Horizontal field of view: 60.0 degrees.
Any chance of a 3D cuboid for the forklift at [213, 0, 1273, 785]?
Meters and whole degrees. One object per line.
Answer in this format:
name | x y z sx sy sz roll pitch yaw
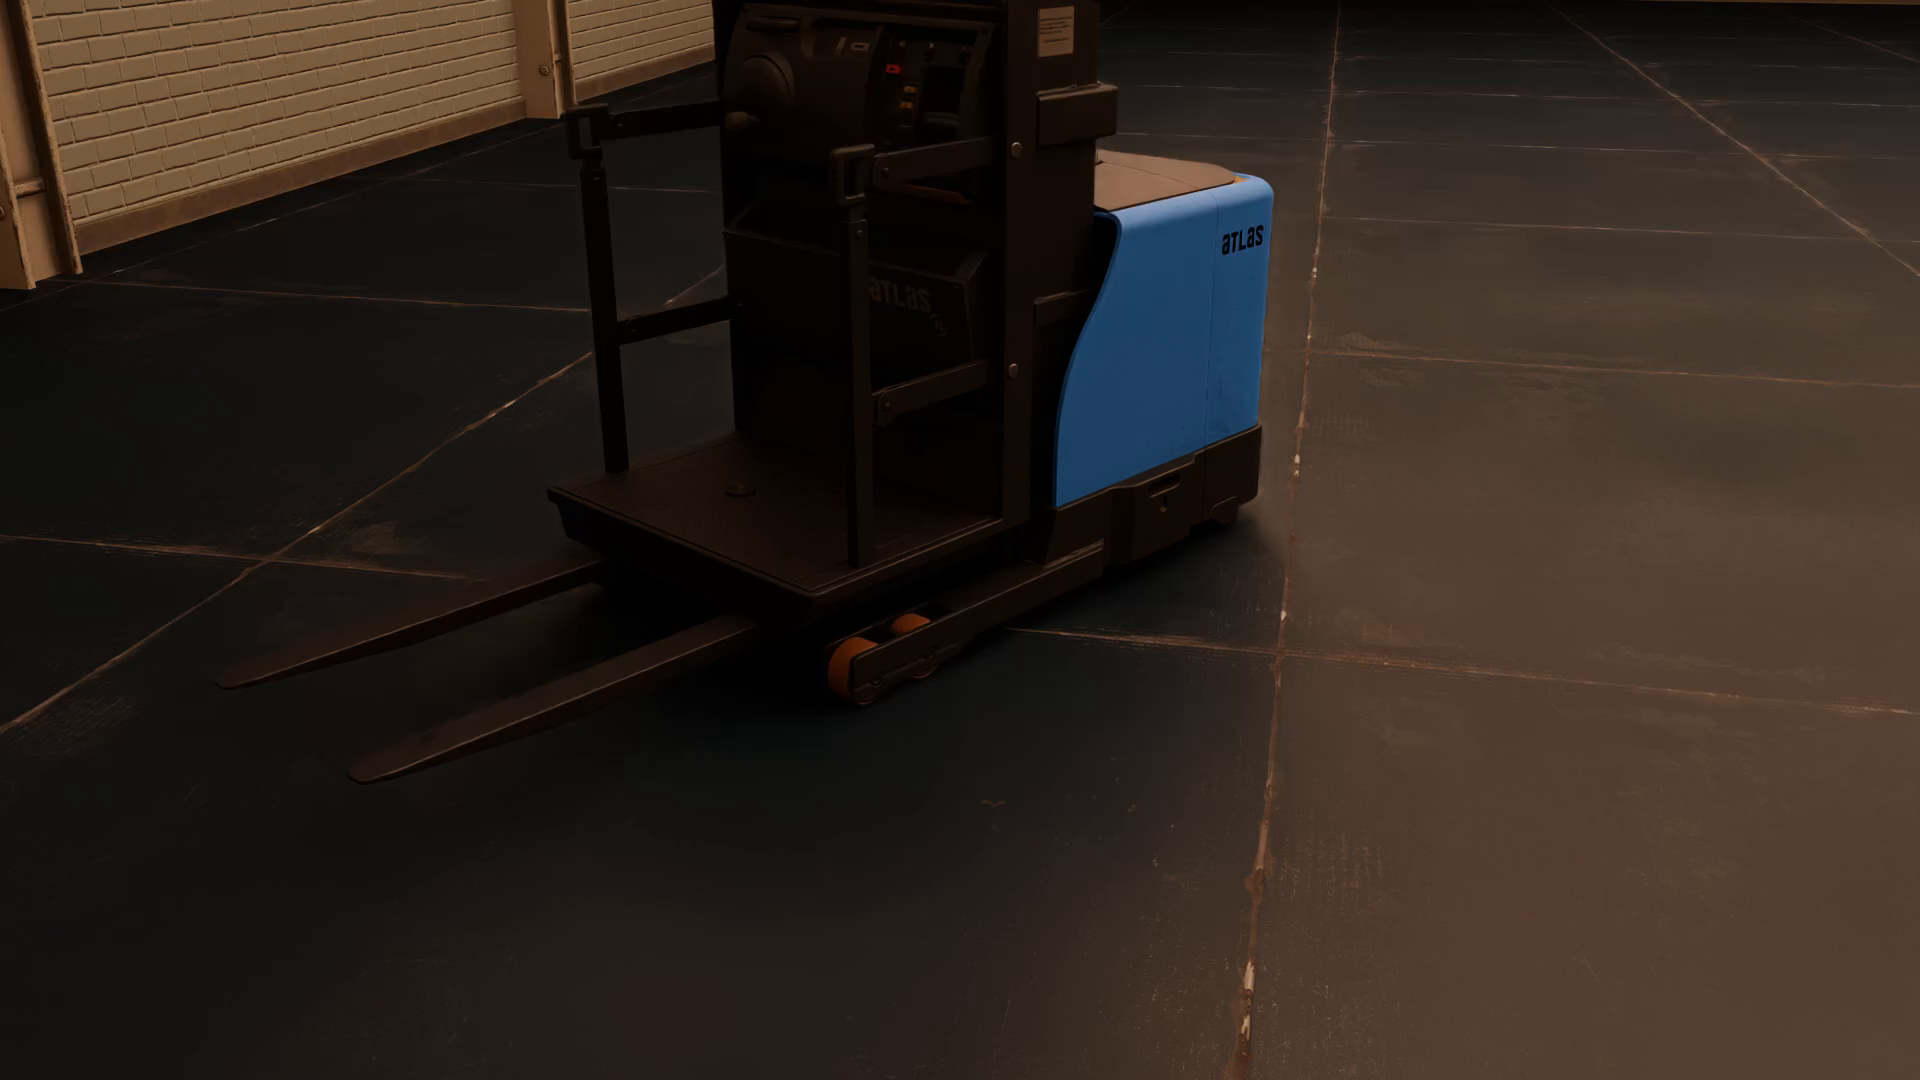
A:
forklift | -0.421 -1.163 4.120 1.130 2.935 3.031 19 29 39
